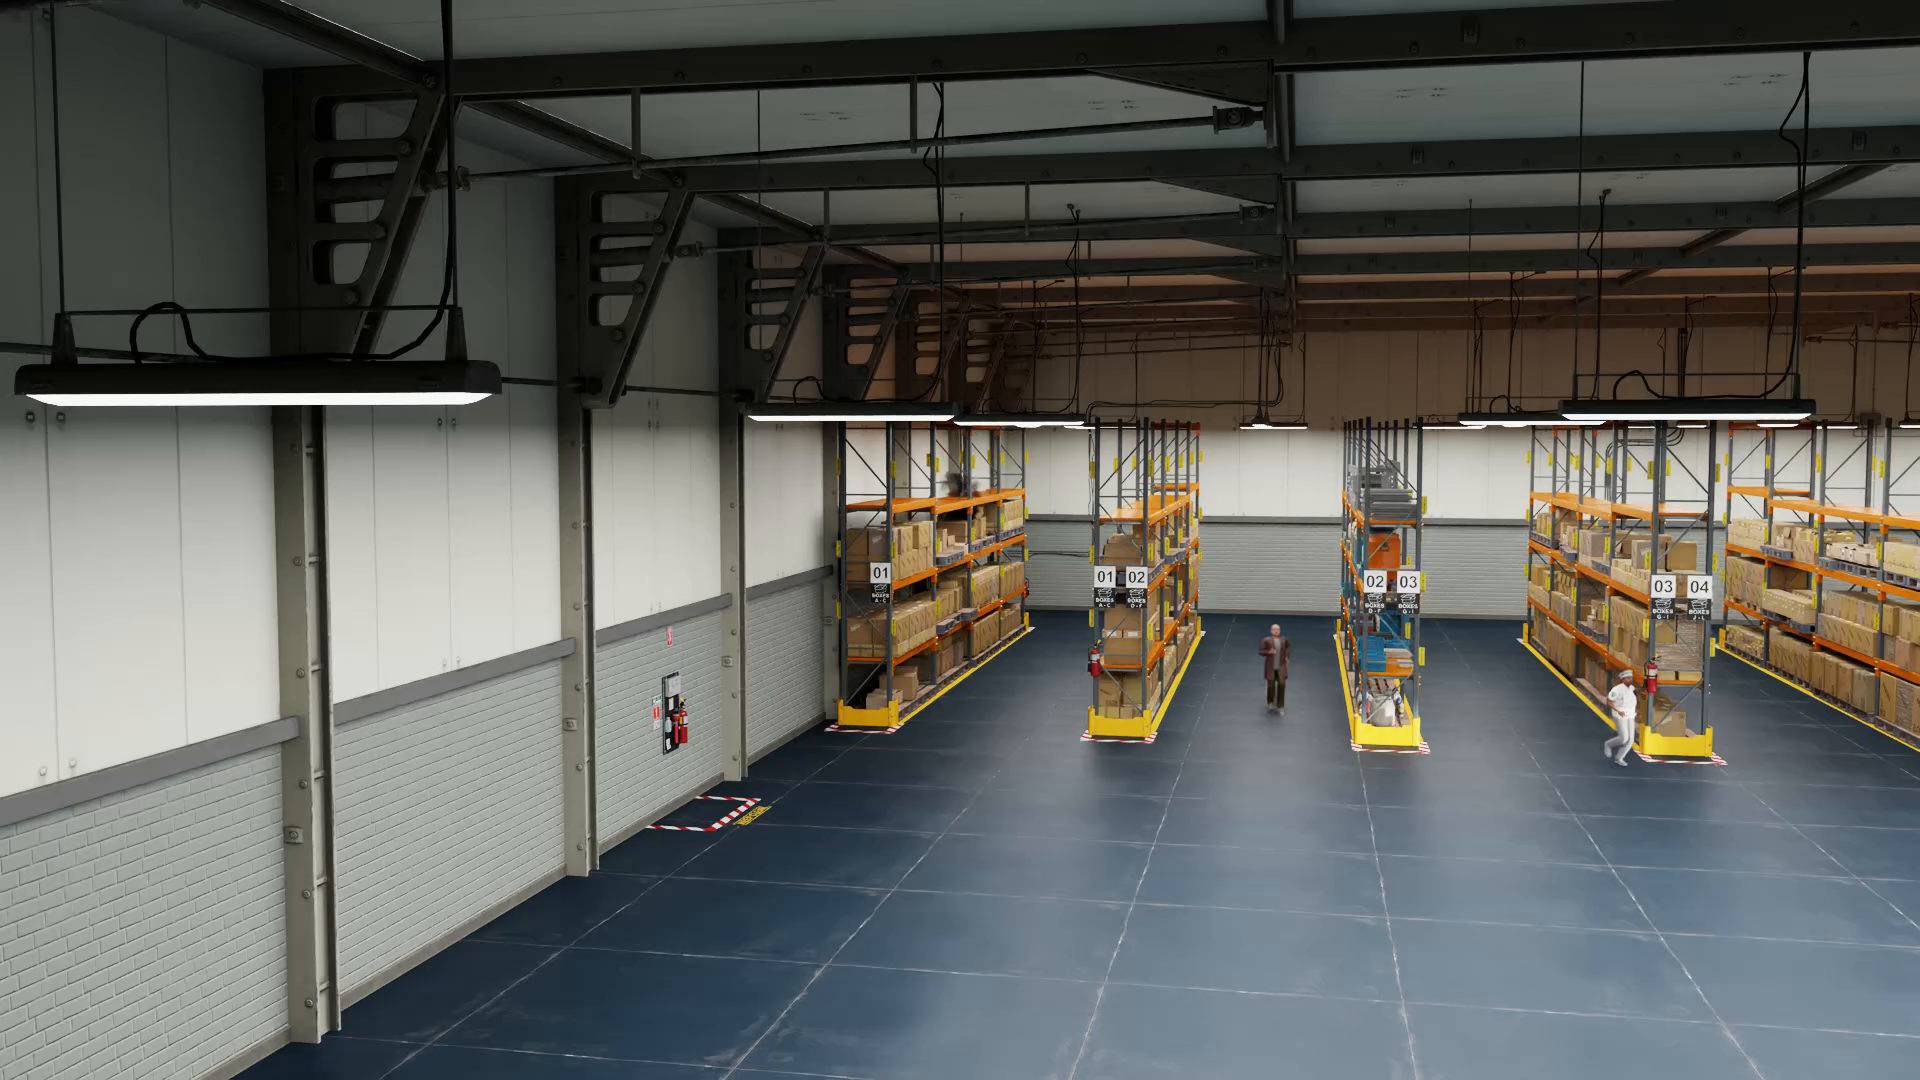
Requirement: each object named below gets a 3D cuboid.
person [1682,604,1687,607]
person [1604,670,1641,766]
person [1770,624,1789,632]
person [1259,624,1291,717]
[{"bbox_3d":[19.967,1.964,45.307,0.538,1.667,0.795,-1,4,-13],"label":"person"},{"bbox_3d":[11.437,3.044,28.653,0.593,1.655,0.538,-1,4,-22],"label":"person"},{"bbox_3d":[22.057,1.943,44.850,0.855,1.712,0.605,0,4,6],"label":"person"},{"bbox_3d":[6.408,2.620,33.803,0.690,1.817,0.910,0,4,3],"label":"person"}]
